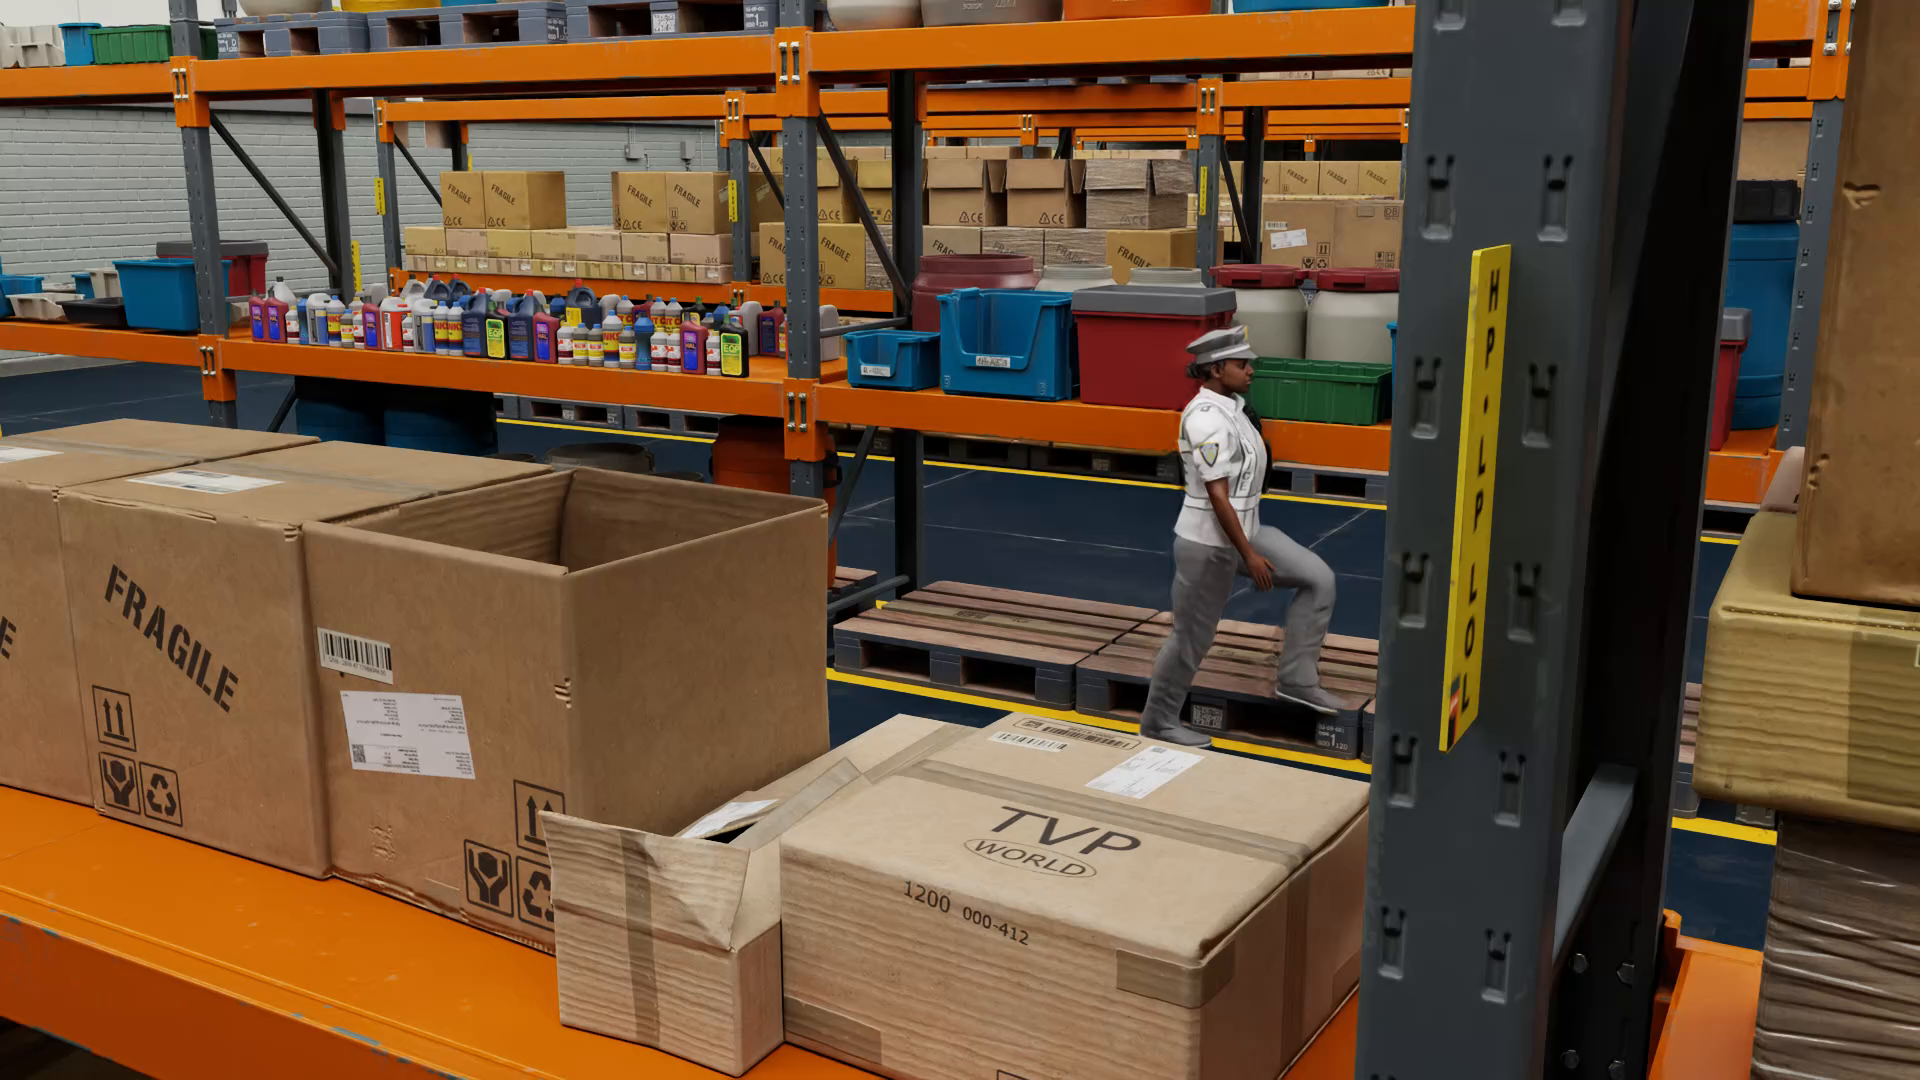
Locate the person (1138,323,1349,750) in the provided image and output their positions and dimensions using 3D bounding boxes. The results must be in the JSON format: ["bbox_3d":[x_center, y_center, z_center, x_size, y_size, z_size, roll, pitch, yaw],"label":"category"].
[{"bbox_3d":[1.082,0.013,6.301,0.780,1.660,0.488,5,14,23],"label":"person"}]
